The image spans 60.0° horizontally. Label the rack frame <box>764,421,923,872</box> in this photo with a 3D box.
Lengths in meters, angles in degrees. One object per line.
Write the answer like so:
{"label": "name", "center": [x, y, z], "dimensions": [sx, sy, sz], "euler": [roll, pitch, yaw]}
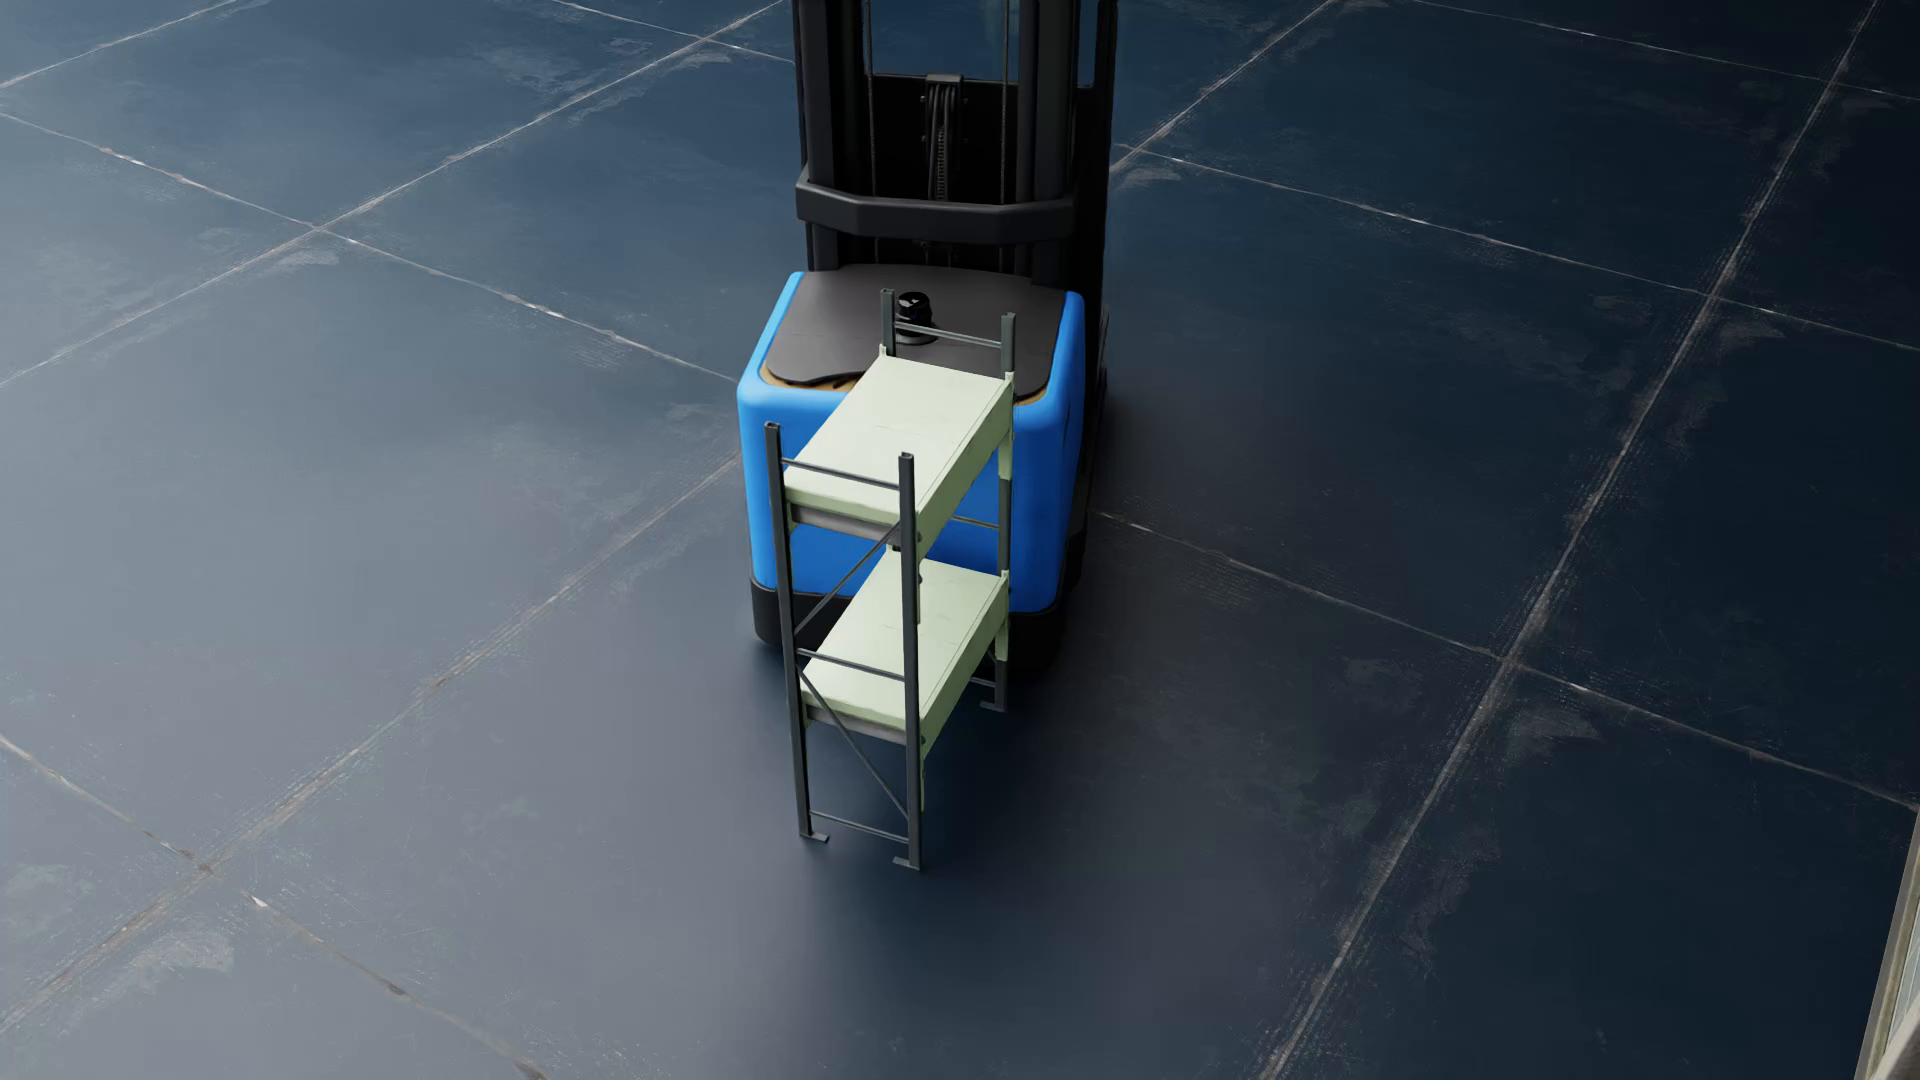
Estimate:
{"label": "rack frame", "center": [-0.302, 0.345, 4.573], "dimensions": [0.400, 1.500, 0.023], "euler": [13, 40, 17]}

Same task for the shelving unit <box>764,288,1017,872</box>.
{"label": "shelving unit", "center": [-0.168, 0.137, 4.843], "dimensions": [0.431, 1.500, 0.755], "euler": [13, 40, 17]}

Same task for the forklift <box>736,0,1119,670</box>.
{"label": "forklift", "center": [0.018, -1.620, 5.951], "dimensions": [1.130, 2.935, 3.031], "euler": [5, 38, 7]}

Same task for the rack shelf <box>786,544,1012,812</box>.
{"label": "rack shelf", "center": [-0.168, 0.396, 5.042], "dimensions": [0.431, 0.370, 0.720], "euler": [13, 40, 17]}

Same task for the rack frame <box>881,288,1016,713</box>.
{"label": "rack frame", "center": [-0.035, -0.071, 5.113], "dimensions": [0.400, 1.500, 0.023], "euler": [13, 40, 17]}

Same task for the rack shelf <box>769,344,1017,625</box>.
{"label": "rack shelf", "center": [-0.168, -0.172, 4.605], "dimensions": [0.431, 0.370, 0.720], "euler": [13, 40, 17]}
